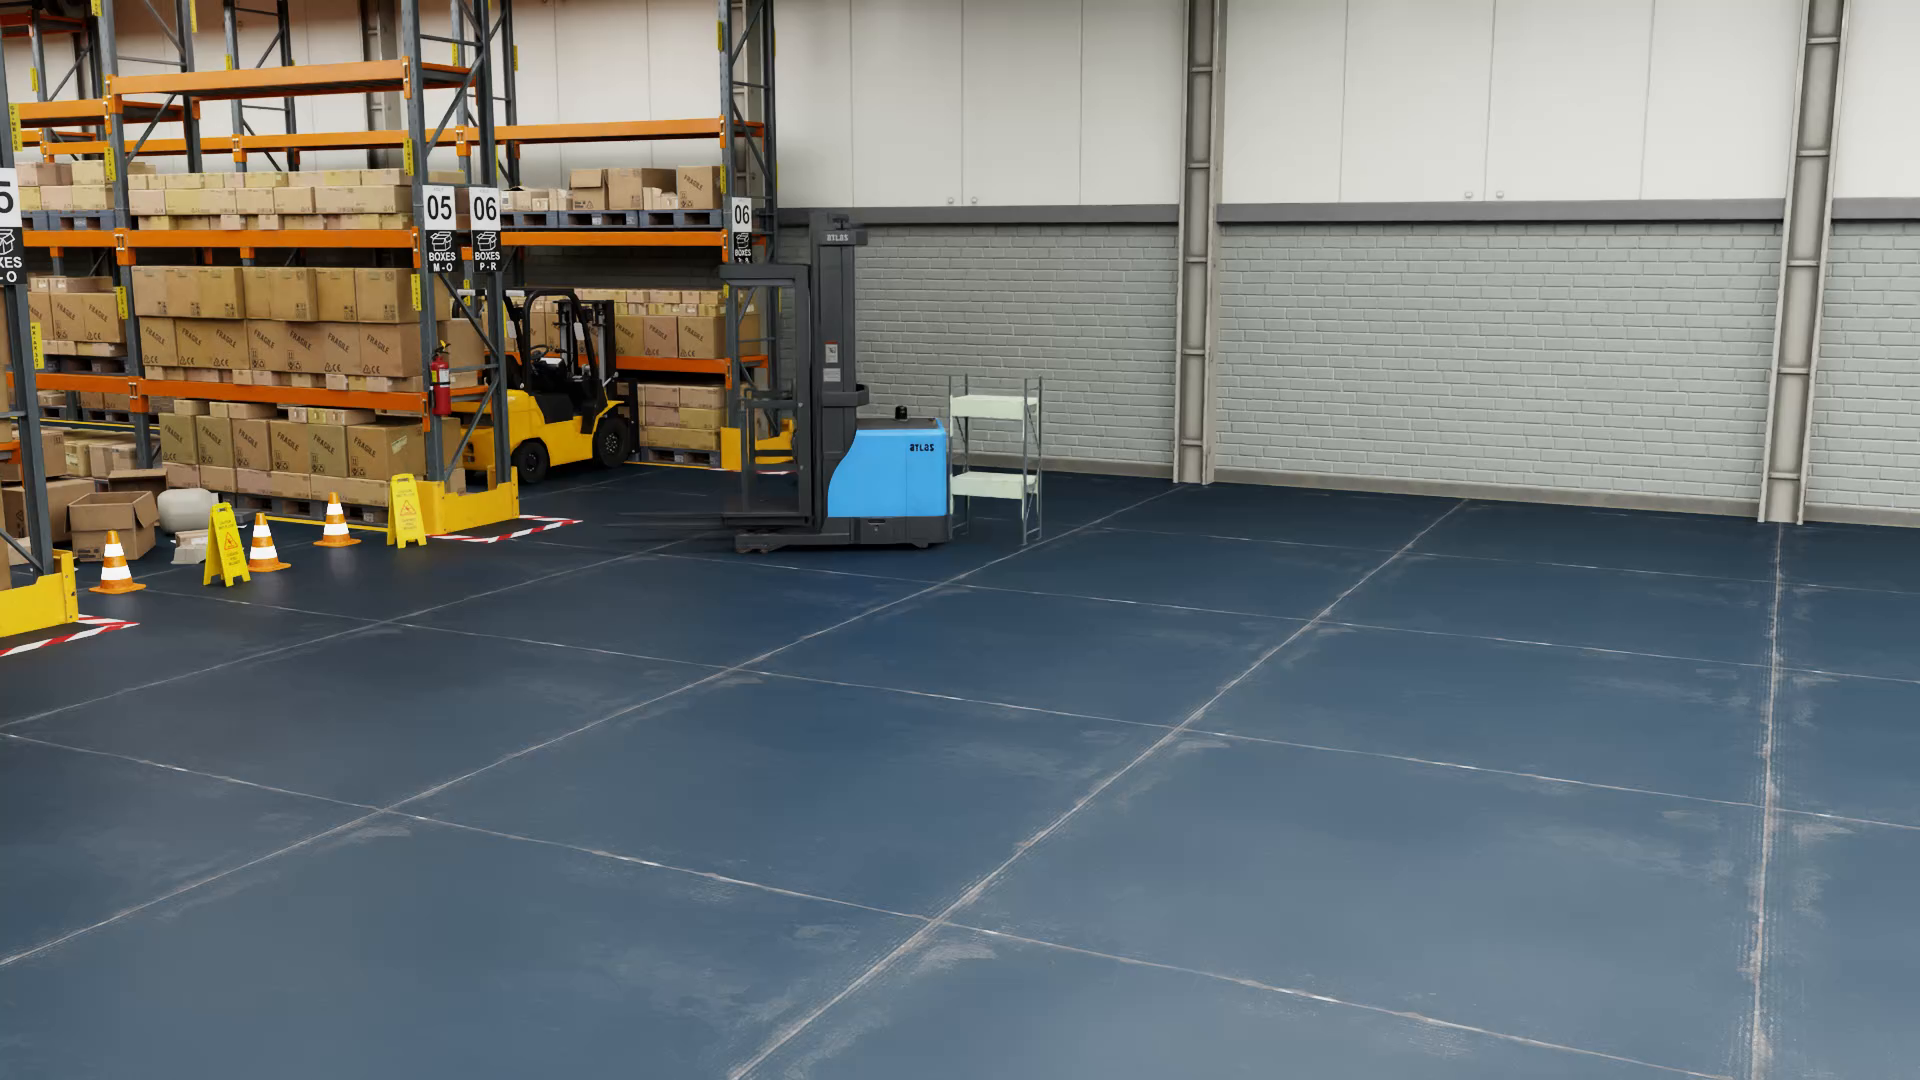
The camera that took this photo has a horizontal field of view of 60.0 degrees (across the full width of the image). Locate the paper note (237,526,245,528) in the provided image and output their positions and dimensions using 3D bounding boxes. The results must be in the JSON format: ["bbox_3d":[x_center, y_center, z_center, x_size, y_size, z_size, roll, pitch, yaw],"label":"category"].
[{"bbox_3d":[-6.907,-0.127,15.865,0.148,0.019,0.142,1,10,6],"label":"paper note"}]

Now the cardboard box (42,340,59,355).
[{"bbox_3d":[-9.568,-2.071,17.796,0.250,0.149,0.380,5,11,26],"label":"cardboard box"}]

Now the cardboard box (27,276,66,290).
[{"bbox_3d":[-10.274,-2.886,18.659,0.250,0.149,0.380,4,11,23],"label":"cardboard box"}]

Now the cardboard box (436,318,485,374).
[{"bbox_3d":[-4.994,-1.896,16.186,0.500,0.500,0.500,5,11,25],"label":"cardboard box"}]

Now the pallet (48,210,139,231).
[{"bbox_3d":[-8.786,-3.383,17.624,1.003,0.211,1.213,5,11,26],"label":"pallet"}]

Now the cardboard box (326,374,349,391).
[{"bbox_3d":[-5.863,-1.531,15.995,0.250,0.149,0.380,5,12,27],"label":"cardboard box"}]

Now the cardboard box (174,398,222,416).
[{"bbox_3d":[-7.784,-1.366,16.992,0.250,0.149,0.380,5,11,27],"label":"cardboard box"}]

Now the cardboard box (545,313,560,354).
[{"bbox_3d":[-4.875,-2.621,21.029,0.500,0.500,0.500,5,11,25],"label":"cardboard box"}]

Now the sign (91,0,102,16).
[{"bbox_3d":[-8.519,-5.334,16.388,0.005,0.325,0.100,5,11,26],"label":"sign"}]

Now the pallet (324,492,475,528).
[{"bbox_3d":[-5.473,-0.322,16.436,1.213,0.211,1.003,5,11,26],"label":"pallet"}]

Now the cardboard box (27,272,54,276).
[{"bbox_3d":[-14.478,-3.959,26.180,0.500,0.500,0.500,5,11,24],"label":"cardboard box"}]

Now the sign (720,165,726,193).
[{"bbox_3d":[-2.752,-4.199,19.340,0.005,0.325,0.100,5,11,26],"label":"sign"}]

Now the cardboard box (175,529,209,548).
[{"bbox_3d":[-6.760,0.004,14.812,0.380,0.149,0.250,-7,12,-33],"label":"cardboard box"}]

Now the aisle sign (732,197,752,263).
[{"bbox_3d":[-2.570,-3.639,19.632,0.004,0.787,0.394,5,11,26],"label":"aisle sign"}]

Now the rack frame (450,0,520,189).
[{"bbox_3d":[-6.086,-5.679,21.359,0.127,3.000,1.000,5,11,26],"label":"rack frame"}]

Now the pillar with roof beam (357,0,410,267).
[{"bbox_3d":[-10.010,-5.348,19.529,0.400,9.000,9.100,5,11,26],"label":"pillar with roof beam"}]

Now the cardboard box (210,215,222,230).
[{"bbox_3d":[-7.185,-3.142,16.471,0.250,0.149,0.380,5,11,24],"label":"cardboard box"}]

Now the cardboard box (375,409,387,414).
[{"bbox_3d":[-7.927,-1.925,22.955,0.625,0.625,0.875,5,11,23],"label":"cardboard box"}]

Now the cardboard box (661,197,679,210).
[{"bbox_3d":[-3.376,-4.037,19.953,0.250,0.149,0.380,5,11,24],"label":"cardboard box"}]

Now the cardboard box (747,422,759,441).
[{"bbox_3d":[-2.853,-1.335,20.746,0.500,0.250,0.500,5,11,26],"label":"cardboard box"}]

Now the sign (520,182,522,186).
[{"bbox_3d":[-5.842,-4.585,22.064,0.005,0.325,0.100,5,11,26],"label":"sign"}]

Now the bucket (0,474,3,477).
[{"bbox_3d":[-9.237,-0.630,15.231,0.726,0.611,0.620,-10,4,-43],"label":"bucket"}]

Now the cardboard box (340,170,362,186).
[{"bbox_3d":[-5.577,-3.386,15.582,0.250,0.149,0.380,5,11,25],"label":"cardboard box"}]

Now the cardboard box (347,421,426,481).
[{"bbox_3d":[-5.526,-0.863,16.029,0.500,0.500,0.500,5,11,26],"label":"cardboard box"}]

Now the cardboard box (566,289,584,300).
[{"bbox_3d":[-4.741,-3.080,20.909,0.250,0.149,0.380,5,11,26],"label":"cardboard box"}]

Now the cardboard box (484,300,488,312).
[{"bbox_3d":[-5.917,-3.028,21.456,0.250,0.149,0.380,5,11,25],"label":"cardboard box"}]

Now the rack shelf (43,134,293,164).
[{"bbox_3d":[-11.467,-5.601,24.071,4.000,0.370,1.077,5,11,26],"label":"rack shelf"}]

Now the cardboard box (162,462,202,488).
[{"bbox_3d":[-7.869,-0.698,17.224,0.500,0.250,0.500,4,11,23],"label":"cardboard box"}]

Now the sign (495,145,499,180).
[{"bbox_3d":[-4.452,-3.611,15.904,0.005,0.325,0.100,5,11,26],"label":"sign"}]

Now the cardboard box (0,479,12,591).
[{"bbox_3d":[-7.429,-0.024,11.747,0.875,0.875,0.875,5,11,26],"label":"cardboard box"}]

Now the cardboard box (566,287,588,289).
[{"bbox_3d":[-4.964,-3.210,21.625,0.250,0.149,0.380,5,11,25],"label":"cardboard box"}]

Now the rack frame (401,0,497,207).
[{"bbox_3d":[-4.692,-4.571,15.236,0.127,3.000,1.000,5,11,26],"label":"rack frame"}]

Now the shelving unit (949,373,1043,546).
[{"bbox_3d":[0.321,-0.744,15.148,0.755,1.500,0.431,5,11,24],"label":"shelving unit"}]

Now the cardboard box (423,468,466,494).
[{"bbox_3d":[-5.293,-0.580,16.573,0.500,0.250,0.500,5,11,25],"label":"cardboard box"}]

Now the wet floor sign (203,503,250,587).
[{"bbox_3d":[-5.889,0.025,13.302,0.232,0.644,0.267,3,11,16],"label":"wet floor sign"}]

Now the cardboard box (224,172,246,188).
[{"bbox_3d":[-6.949,-3.508,16.252,0.250,0.149,0.380,5,11,25],"label":"cardboard box"}]

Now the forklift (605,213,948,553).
[{"bbox_3d":[-1.644,-1.425,14.896,3.031,2.935,1.130,-1,10,-3],"label":"forklift"}]

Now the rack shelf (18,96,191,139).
[{"bbox_3d":[-10.073,-4.493,17.948,4.000,0.370,1.077,5,11,26],"label":"rack shelf"}]

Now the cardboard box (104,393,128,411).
[{"bbox_3d":[-12.444,-2.219,24.929,0.500,0.500,0.500,5,11,25],"label":"cardboard box"}]

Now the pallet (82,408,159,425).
[{"bbox_3d":[-12.514,-1.927,25.304,1.213,0.211,1.003,5,11,26],"label":"pallet"}]

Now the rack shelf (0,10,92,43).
[{"bbox_3d":[-15.054,-7.748,25.481,4.000,0.370,1.077,5,11,26],"label":"rack shelf"}]

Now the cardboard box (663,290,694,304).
[{"bbox_3d":[-3.395,-2.952,20.199,0.250,0.149,0.380,5,12,27],"label":"cardboard box"}]

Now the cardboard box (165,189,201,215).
[{"bbox_3d":[-7.539,-3.365,16.582,0.500,0.250,0.500,5,11,25],"label":"cardboard box"}]

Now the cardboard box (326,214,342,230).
[{"bbox_3d":[-5.794,-3.026,15.828,0.250,0.149,0.380,5,11,26],"label":"cardboard box"}]

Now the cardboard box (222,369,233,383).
[{"bbox_3d":[-7.178,-1.665,16.734,0.250,0.149,0.380,5,11,26],"label":"cardboard box"}]

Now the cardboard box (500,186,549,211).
[{"bbox_3d":[-5.448,-4.310,21.011,0.500,0.311,0.500,5,12,27],"label":"cardboard box"}]

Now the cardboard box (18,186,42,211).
[{"bbox_3d":[-9.775,-3.646,17.795,0.500,0.250,0.500,5,11,27],"label":"cardboard box"}]

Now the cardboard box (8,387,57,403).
[{"bbox_3d":[-14.661,-2.430,26.095,0.500,0.500,0.700,5,11,24],"label":"cardboard box"}]

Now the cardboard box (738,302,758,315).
[{"bbox_3d":[-2.688,-2.848,20.462,0.250,0.149,0.380,5,11,24],"label":"cardboard box"}]

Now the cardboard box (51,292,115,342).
[{"bbox_3d":[-9.240,-2.375,17.652,0.500,0.500,0.500,5,11,26],"label":"cardboard box"}]

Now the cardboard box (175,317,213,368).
[{"bbox_3d":[-7.547,-2.014,16.841,0.500,0.500,0.500,5,11,26],"label":"cardboard box"}]

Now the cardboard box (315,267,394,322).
[{"bbox_3d":[-5.697,-2.353,15.902,0.500,0.500,0.700,5,11,26],"label":"cardboard box"}]

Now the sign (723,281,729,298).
[{"bbox_3d":[-2.752,-3.012,19.555,0.005,0.325,0.100,5,11,26],"label":"sign"}]

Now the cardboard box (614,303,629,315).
[{"bbox_3d":[-4.095,-2.860,20.526,0.250,0.149,0.380,5,11,26],"label":"cardboard box"}]

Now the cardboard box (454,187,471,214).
[{"bbox_3d":[-5.025,-3.249,15.944,0.500,0.250,0.500,5,11,25],"label":"cardboard box"}]
